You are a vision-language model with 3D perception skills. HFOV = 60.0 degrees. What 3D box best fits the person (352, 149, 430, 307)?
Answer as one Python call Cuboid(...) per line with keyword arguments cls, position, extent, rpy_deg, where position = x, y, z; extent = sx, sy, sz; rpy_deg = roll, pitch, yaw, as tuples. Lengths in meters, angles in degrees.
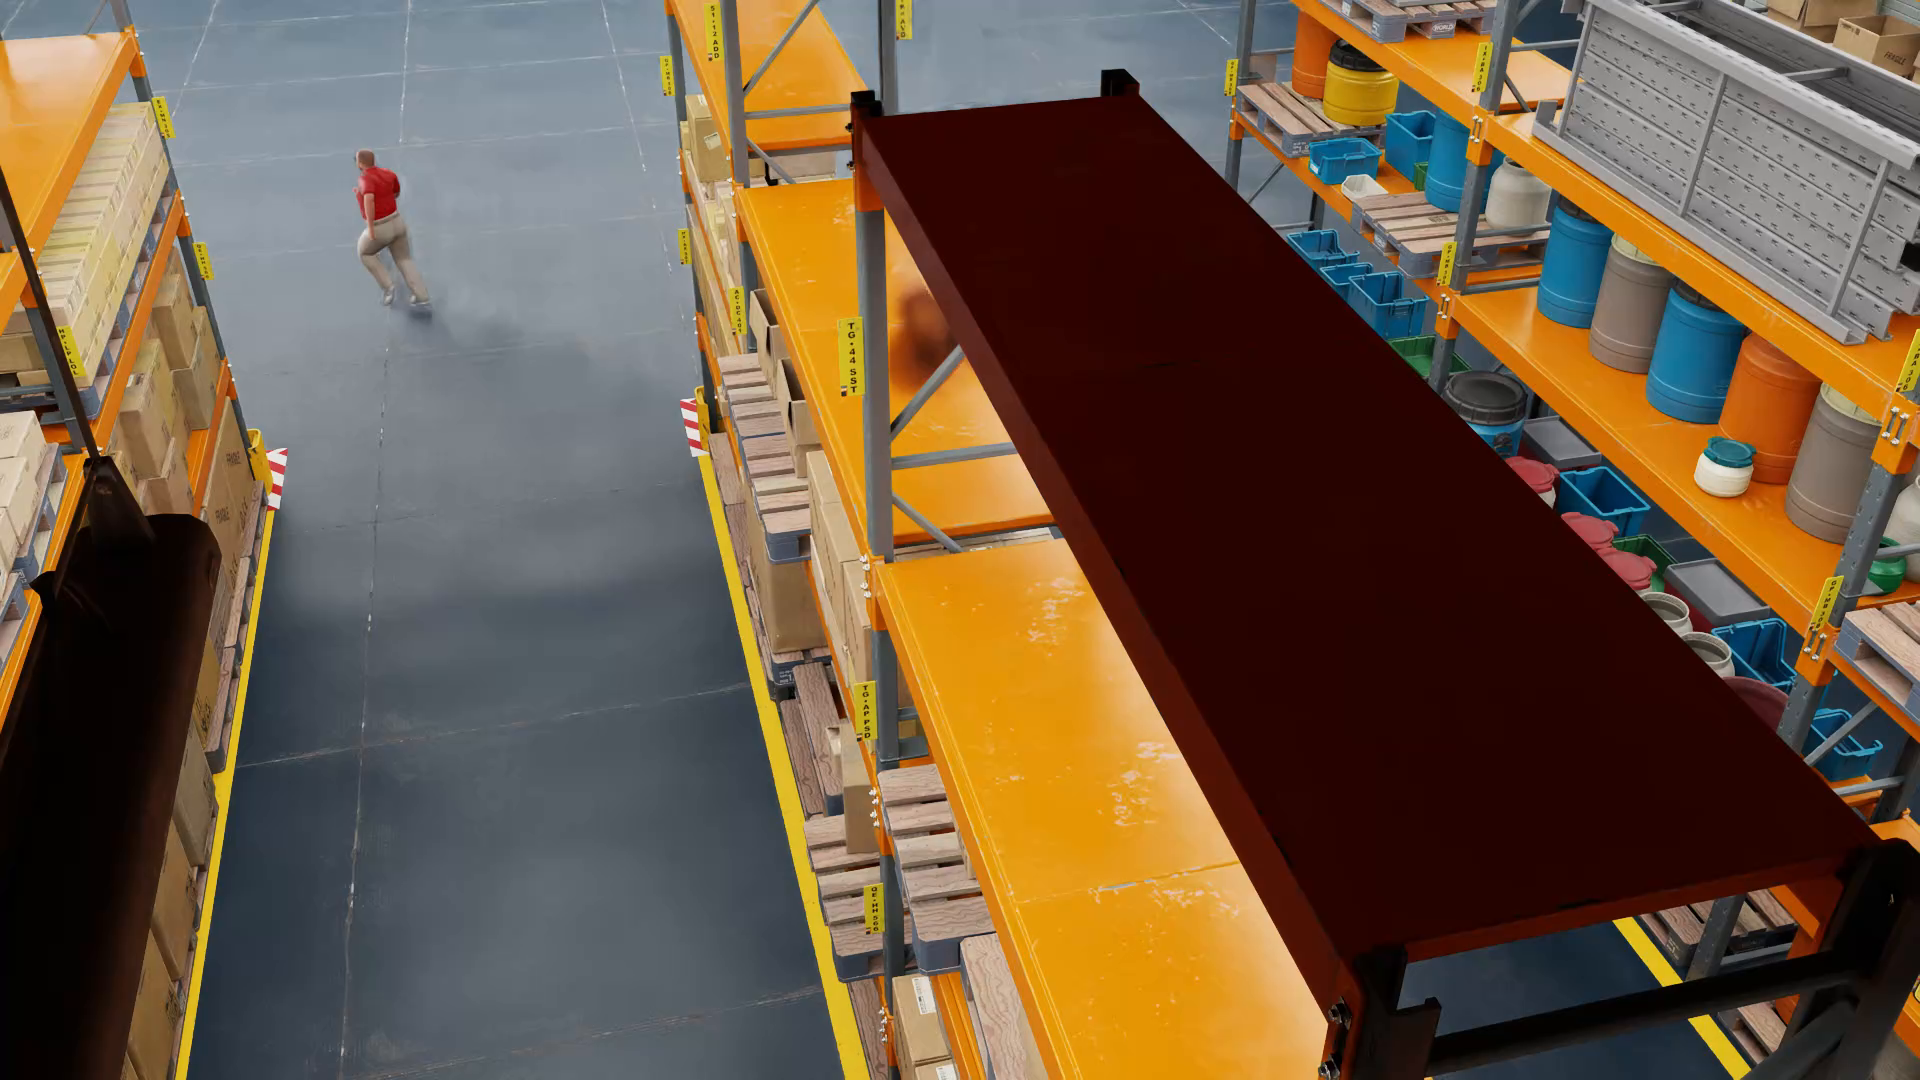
Cuboid(cls="person", position=(-5.959, -3.191, 17.252), extent=(0.853, 1.754, 0.689), rpy_deg=(18, 38, 24))
